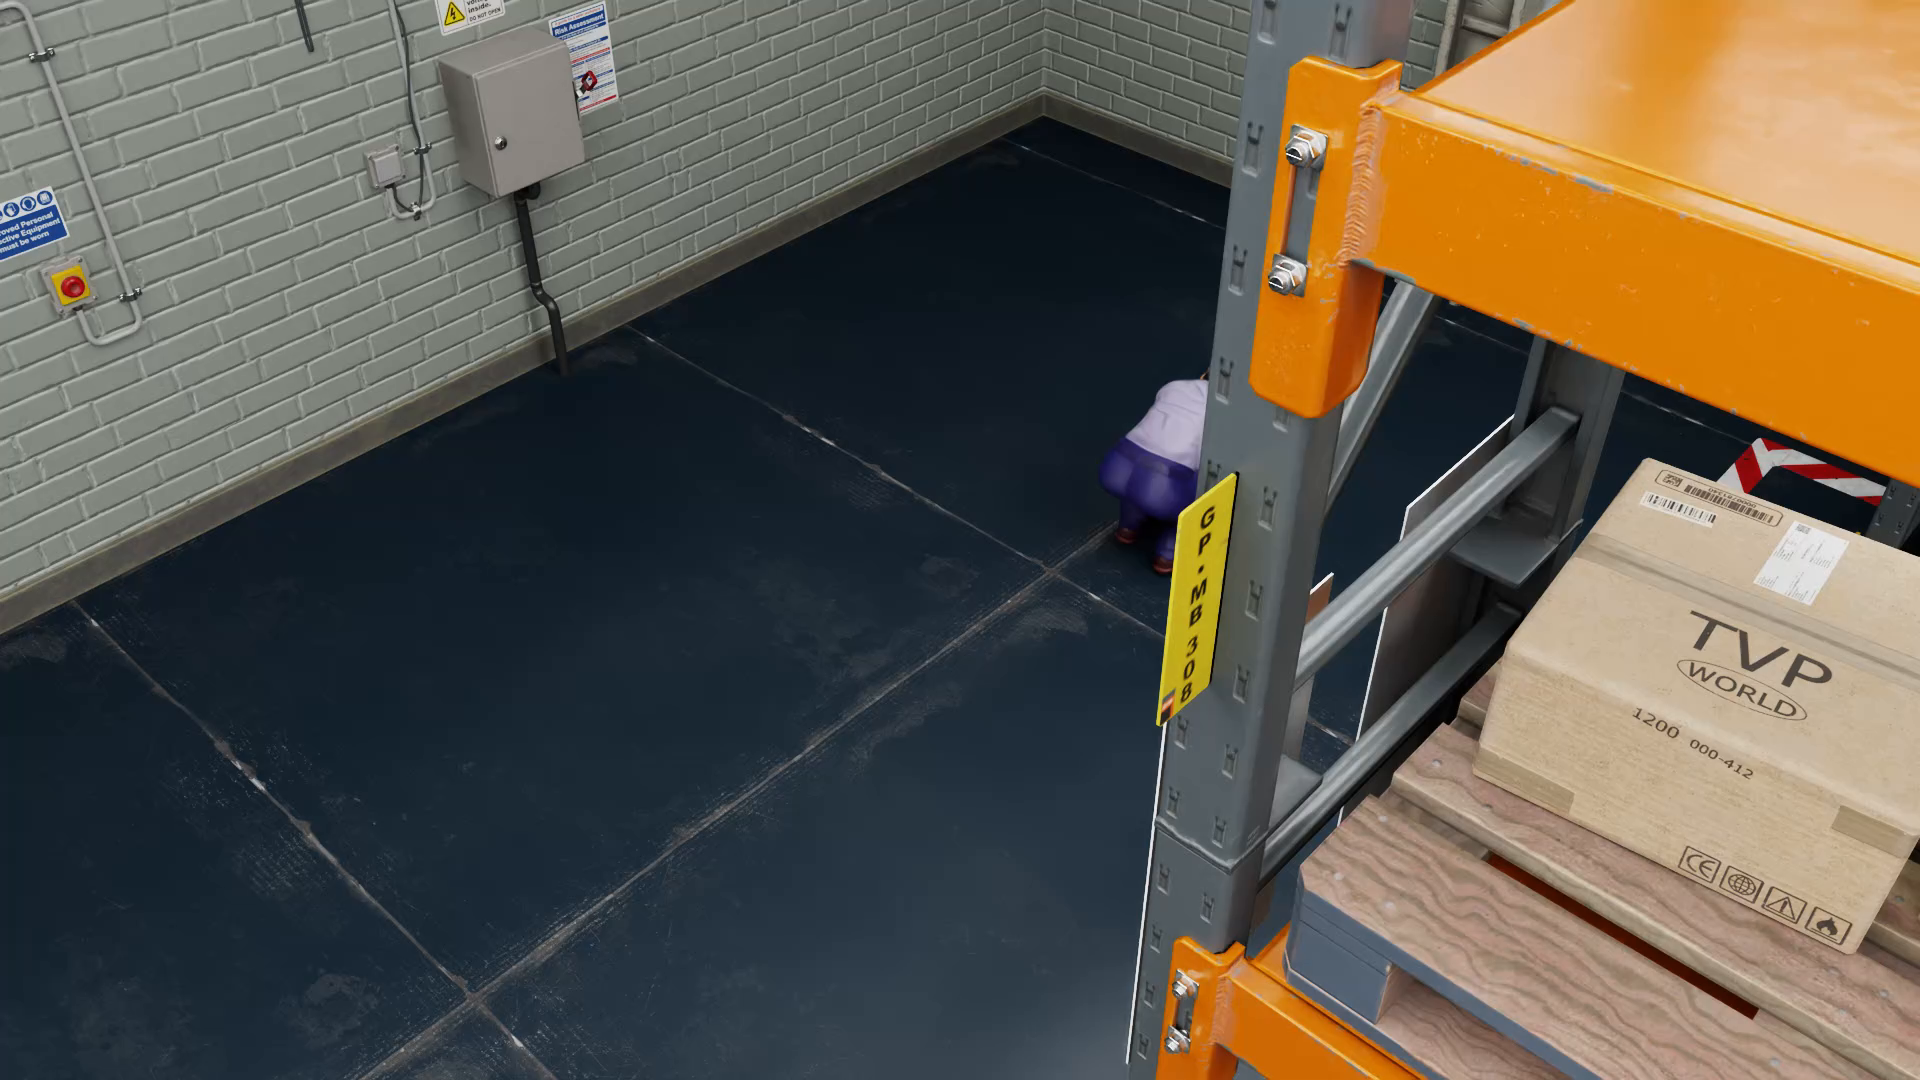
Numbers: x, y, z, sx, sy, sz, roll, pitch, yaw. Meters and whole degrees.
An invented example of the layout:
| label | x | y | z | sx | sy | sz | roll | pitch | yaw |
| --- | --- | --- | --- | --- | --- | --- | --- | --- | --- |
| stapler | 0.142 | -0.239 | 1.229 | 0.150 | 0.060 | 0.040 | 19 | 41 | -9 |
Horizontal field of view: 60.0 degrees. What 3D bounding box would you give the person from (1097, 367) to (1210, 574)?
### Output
| label | x | y | z | sx | sy | sz | roll | pitch | yaw |
| --- | --- | --- | --- | --- | --- | --- | --- | --- | --- |
| person | 0.965 | -0.317 | 7.284 | 0.495 | 0.746 | 0.888 | 29 | 48 | 30 |
